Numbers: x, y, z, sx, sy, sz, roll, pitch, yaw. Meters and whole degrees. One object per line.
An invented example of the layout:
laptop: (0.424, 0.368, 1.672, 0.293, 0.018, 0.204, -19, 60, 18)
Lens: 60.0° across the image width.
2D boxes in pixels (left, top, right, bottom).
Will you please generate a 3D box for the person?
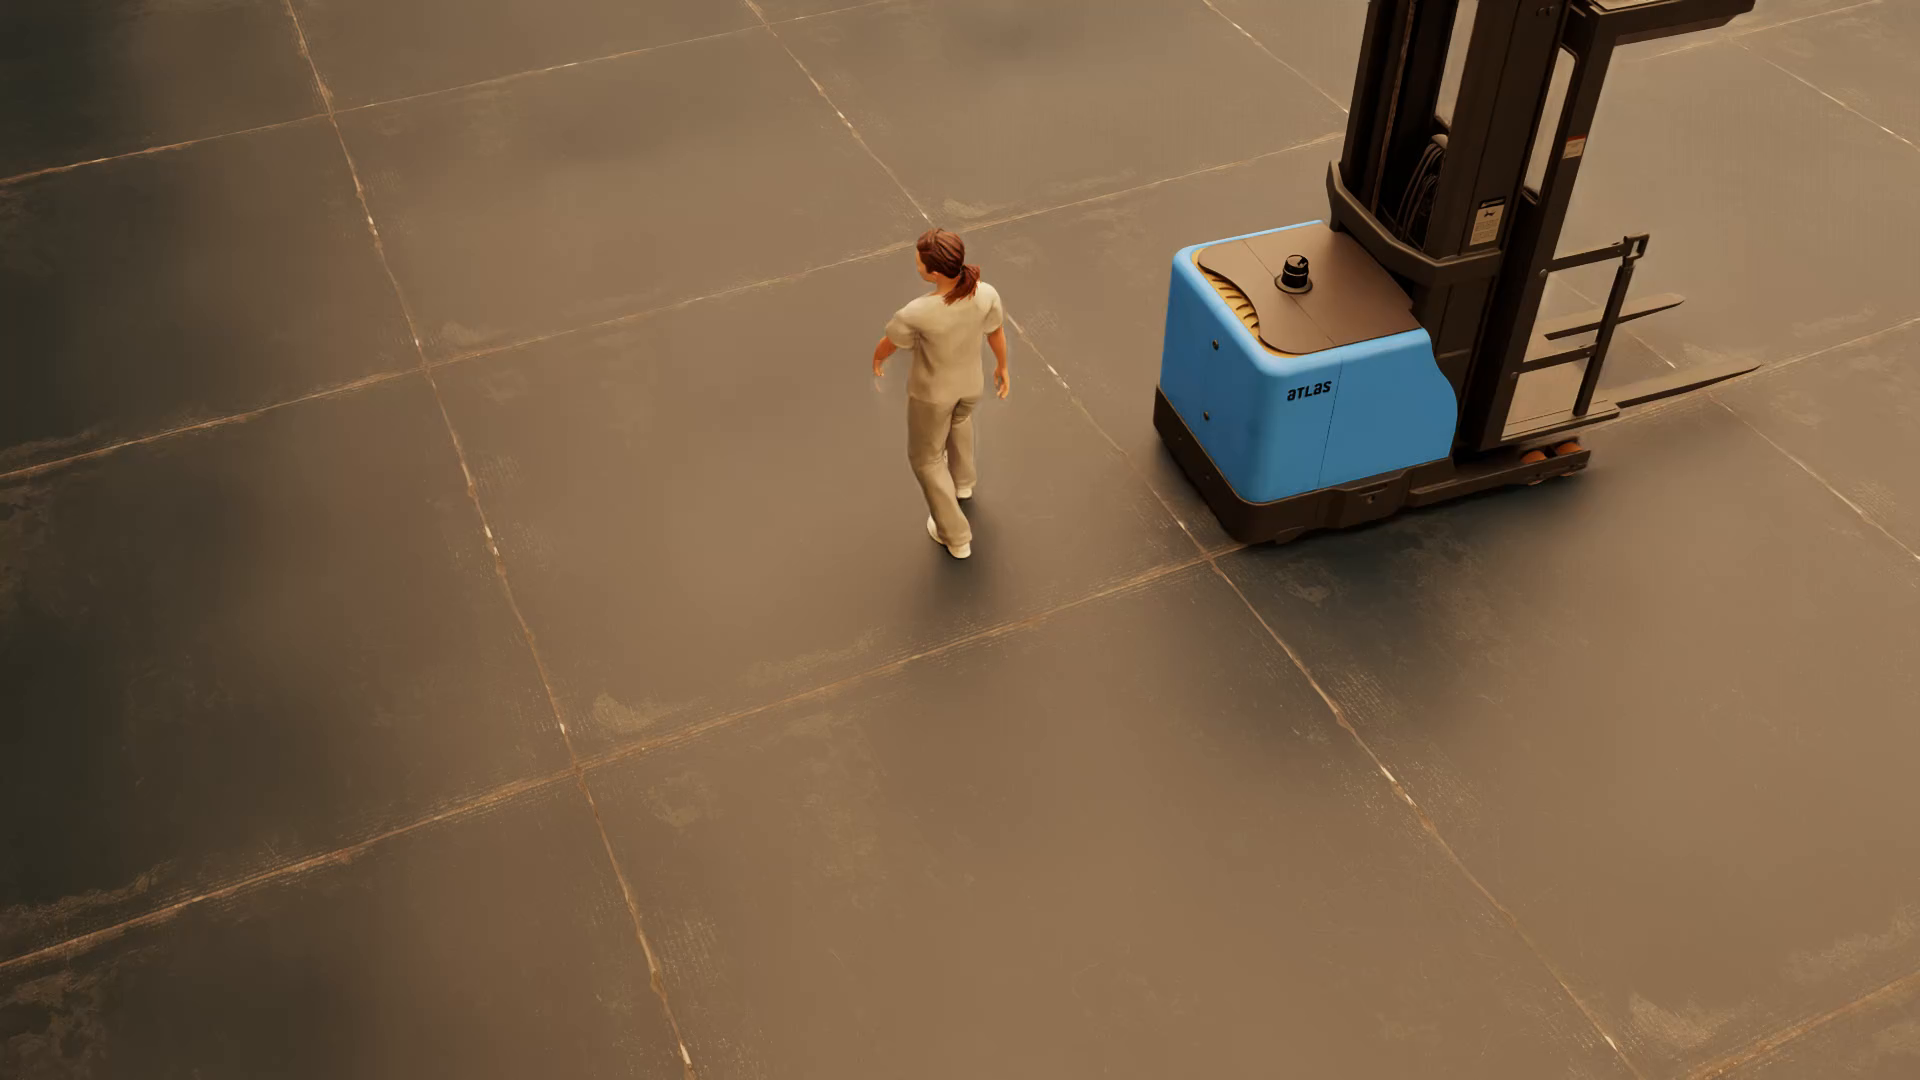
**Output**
person: (-0.066, -0.723, 7.417, 0.556, 1.626, 0.652, -24, 48, -24)

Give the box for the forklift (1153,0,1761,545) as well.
forklift: (2.543, -1.667, 7.466, 3.031, 2.935, 1.130, -14, 45, -14)
